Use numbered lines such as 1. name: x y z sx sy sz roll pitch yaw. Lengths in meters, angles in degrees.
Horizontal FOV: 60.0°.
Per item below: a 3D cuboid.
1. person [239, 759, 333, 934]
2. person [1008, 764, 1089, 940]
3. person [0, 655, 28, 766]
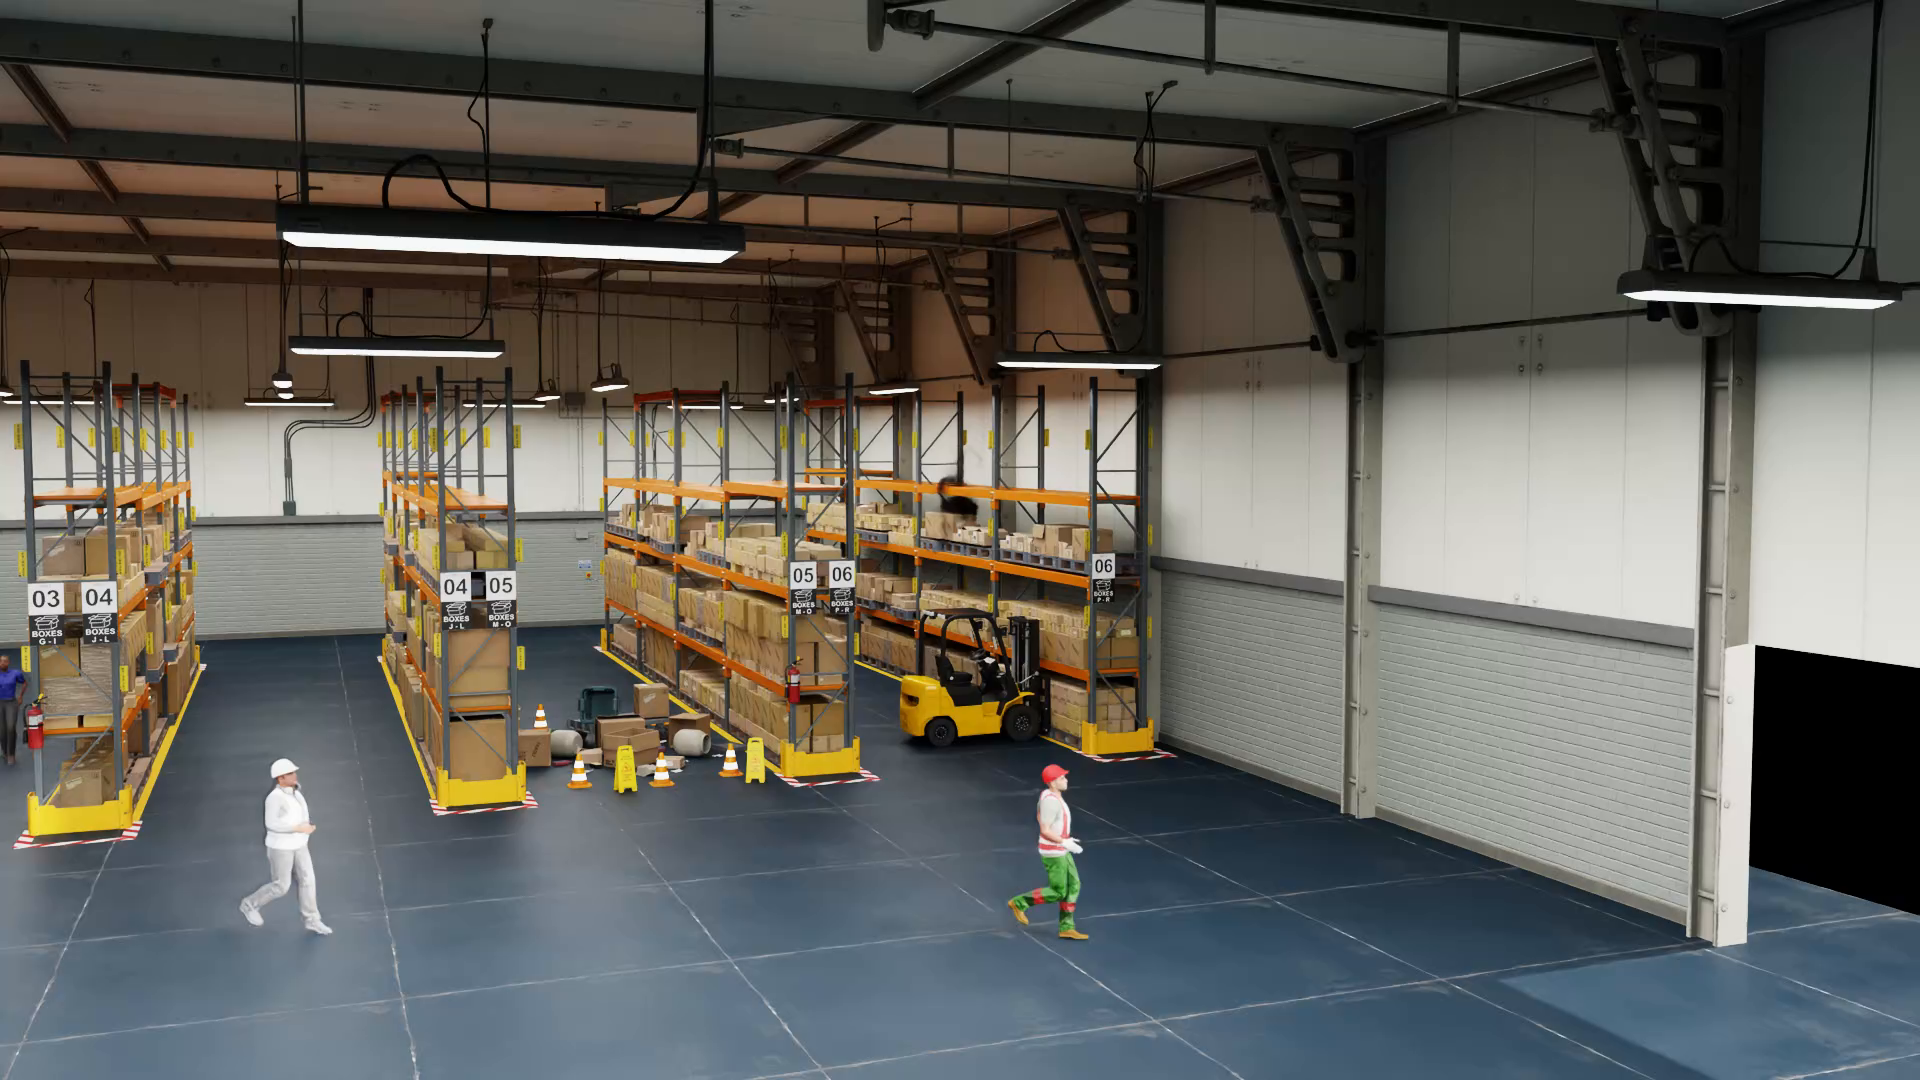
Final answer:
1. person: -6.825 3.103 16.814 0.935 1.793 0.676 0 3 6
2. person: 0.894 3.131 16.701 0.813 1.768 0.634 0 3 8
3. person: -14.780 2.636 25.762 0.556 1.702 0.714 -1 4 -22
